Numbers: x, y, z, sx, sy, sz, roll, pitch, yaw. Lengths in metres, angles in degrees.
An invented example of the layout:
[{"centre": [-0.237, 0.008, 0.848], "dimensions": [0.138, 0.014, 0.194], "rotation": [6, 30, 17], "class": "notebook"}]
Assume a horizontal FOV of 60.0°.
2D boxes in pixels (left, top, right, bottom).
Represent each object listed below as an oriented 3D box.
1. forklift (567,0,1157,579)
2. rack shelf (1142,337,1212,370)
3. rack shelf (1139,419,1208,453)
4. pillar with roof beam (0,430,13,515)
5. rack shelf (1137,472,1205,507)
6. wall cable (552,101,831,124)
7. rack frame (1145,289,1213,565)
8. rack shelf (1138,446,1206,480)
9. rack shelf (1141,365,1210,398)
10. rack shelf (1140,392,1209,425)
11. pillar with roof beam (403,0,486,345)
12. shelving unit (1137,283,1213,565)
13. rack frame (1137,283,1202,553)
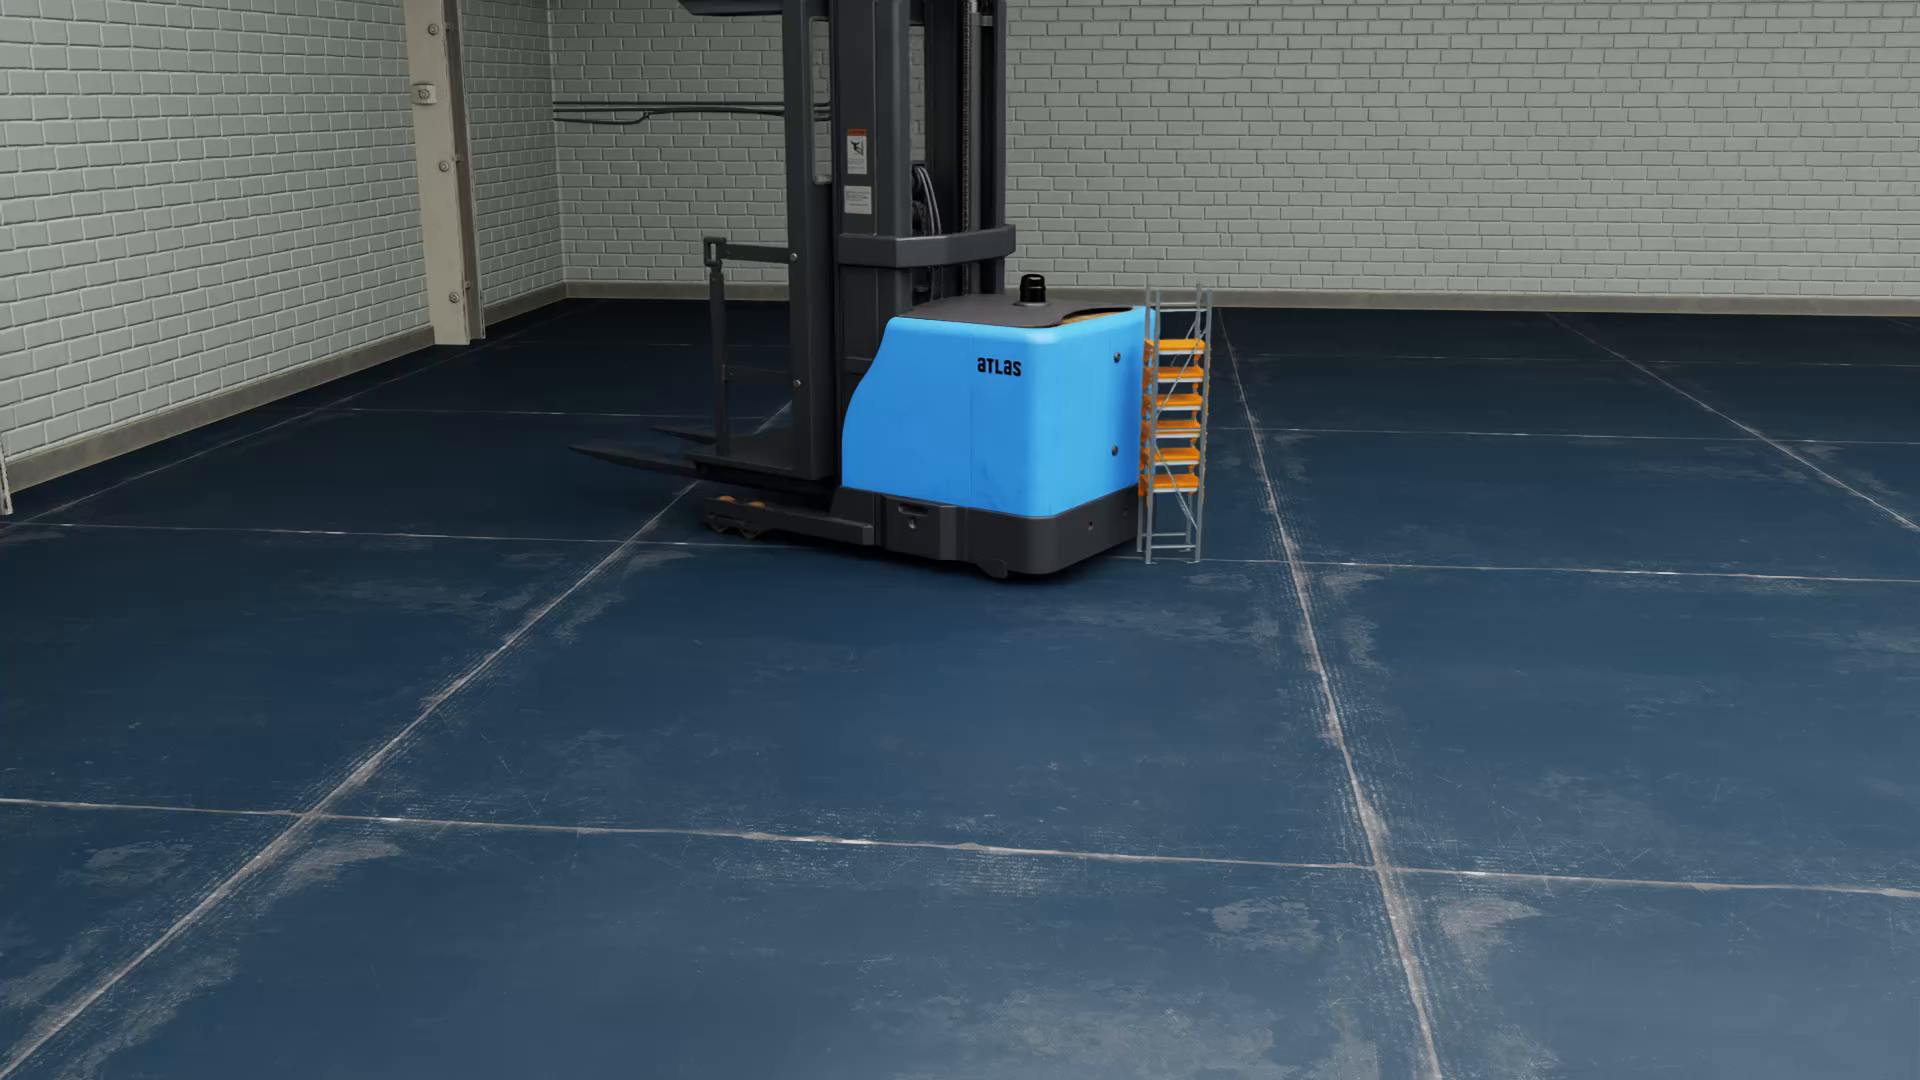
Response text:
[{"centre": [-0.603, -1.530, 7.705], "dimensions": [3.031, 2.935, 1.130], "rotation": [10, 18, 33], "class": "forklift"}, {"centre": [0.922, -0.796, 7.089], "dimensions": [0.258, 0.103, 0.180], "rotation": [-2, 17, -6], "class": "rack shelf"}, {"centre": [0.921, -0.452, 7.194], "dimensions": [0.258, 0.103, 0.180], "rotation": [-2, 17, -6], "class": "rack shelf"}, {"centre": [-0.543, -4.307, 6.349], "dimensions": [9.100, 9.000, 0.400], "rotation": [2, 15, 6], "class": "pillar with roof beam"}, {"centre": [0.920, -0.222, 7.263], "dimensions": [0.258, 0.103, 0.180], "rotation": [-2, 17, -6], "class": "rack shelf"}, {"centre": [-2.497, -5.216, 15.660], "dimensions": [3.097, 2.526, 0.112], "rotation": [2, 15, 6], "class": "wall cable"}, {"centre": [0.931, -0.468, 7.094], "dimensions": [0.240, 1.200, 0.006], "rotation": [-2, 17, -6], "class": "rack frame"}, {"centre": [0.921, -0.337, 7.229], "dimensions": [0.258, 0.103, 0.180], "rotation": [-2, 17, -6], "class": "rack shelf"}, {"centre": [0.922, -0.681, 7.124], "dimensions": [0.258, 0.103, 0.180], "rotation": [-2, 17, -6], "class": "rack shelf"}, {"centre": [0.921, -0.567, 7.159], "dimensions": [0.258, 0.103, 0.180], "rotation": [-2, 17, -6], "class": "rack shelf"}, {"centre": [0.134, -5.863, 12.104], "dimensions": [9.100, 9.000, 0.400], "rotation": [2, 15, 6], "class": "pillar with roof beam"}, {"centre": [0.921, -0.494, 7.181], "dimensions": [0.258, 1.200, 0.189], "rotation": [-2, 17, -6], "class": "shelving unit"}, {"centre": [0.911, -0.521, 7.268], "dimensions": [0.240, 1.200, 0.006], "rotation": [-2, 17, -6], "class": "rack frame"}]
